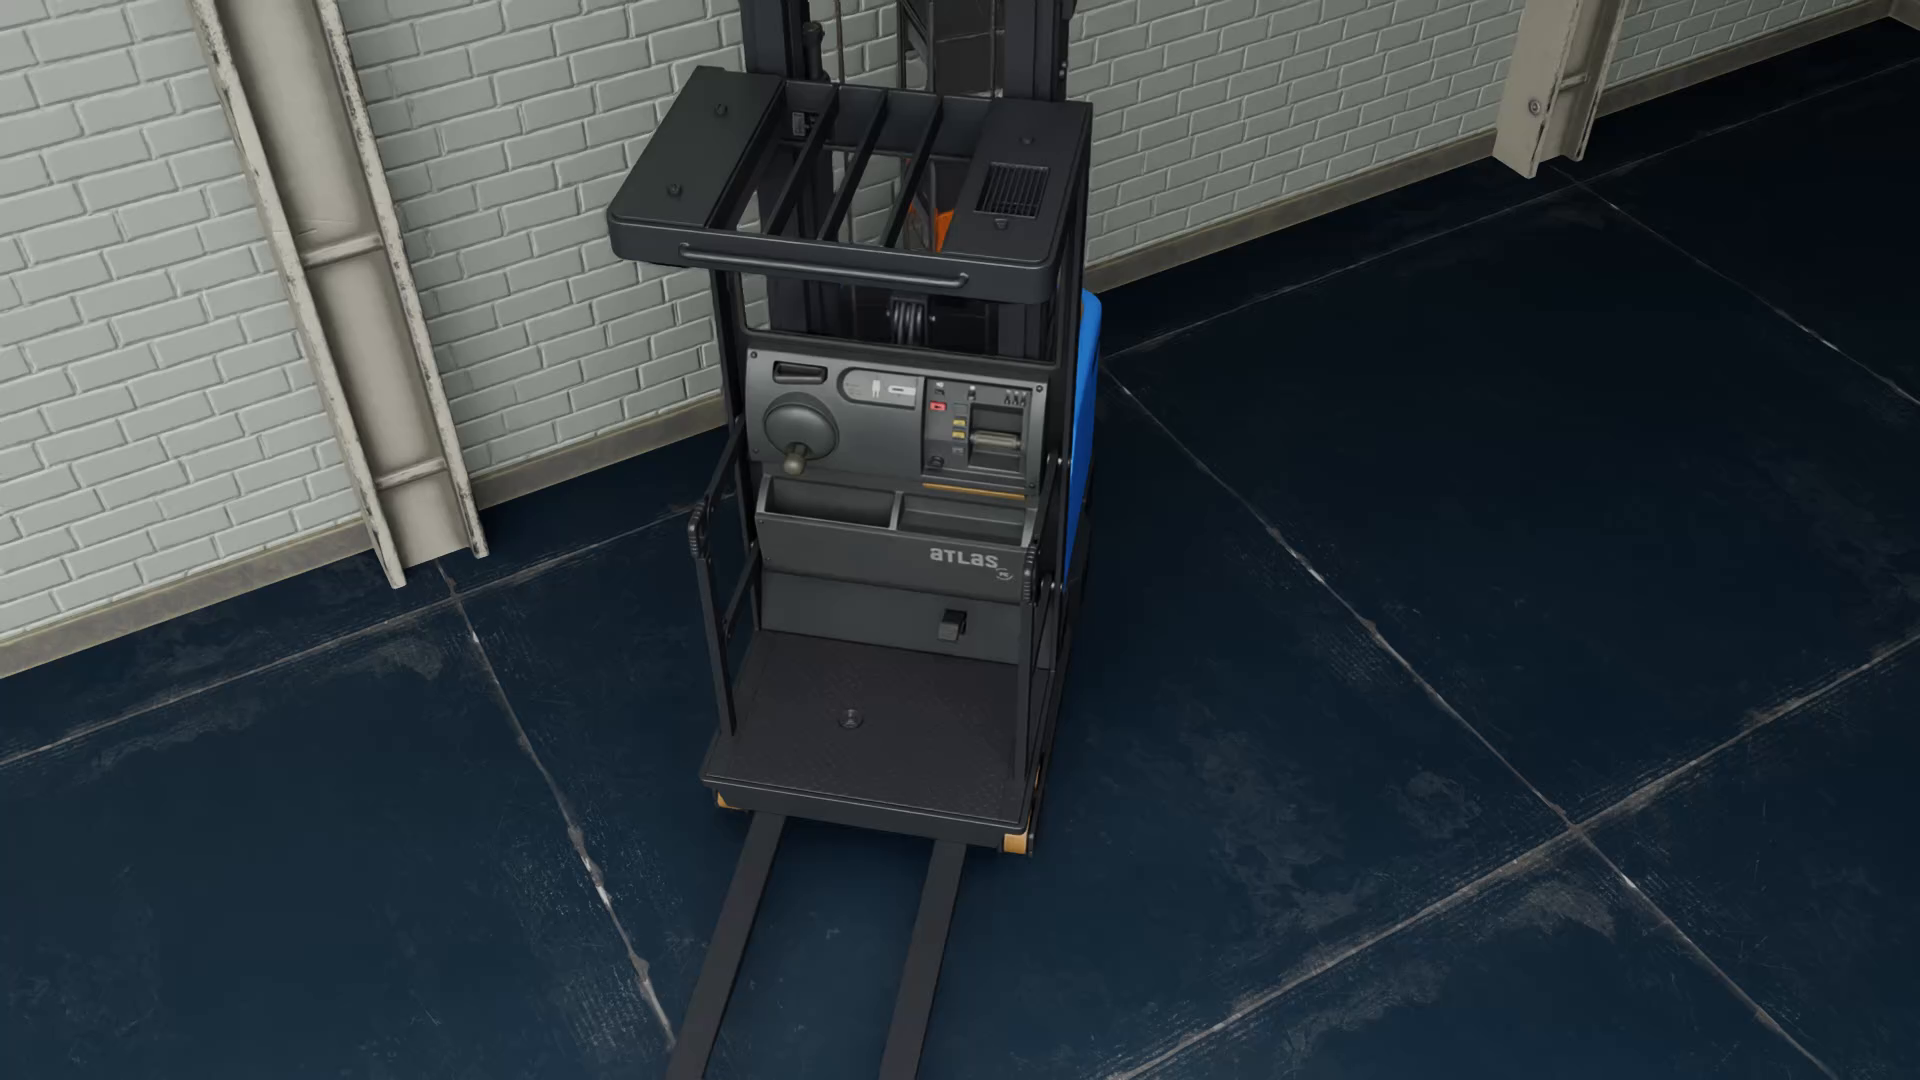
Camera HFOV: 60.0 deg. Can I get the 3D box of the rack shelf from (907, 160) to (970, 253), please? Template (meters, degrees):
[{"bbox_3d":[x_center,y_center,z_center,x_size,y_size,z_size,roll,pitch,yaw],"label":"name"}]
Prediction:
[{"bbox_3d":[0.071,-1.231,6.530,0.480,0.518,0.431,-13,46,-13],"label":"rack shelf"}]

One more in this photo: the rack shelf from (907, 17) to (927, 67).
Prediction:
[{"bbox_3d":[0.071,-1.805,5.973,0.442,0.100,0.332,-13,46,-13],"label":"rack shelf"}]

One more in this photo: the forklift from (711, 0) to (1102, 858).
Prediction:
[{"bbox_3d":[-0.238,-0.270,4.924,1.130,2.935,3.031,7,45,8],"label":"forklift"}]

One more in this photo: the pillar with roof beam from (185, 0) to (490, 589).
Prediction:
[{"bbox_3d":[0.007,-0.596,0.903,0.400,9.000,9.100,-22,48,-21],"label":"pillar with roof beam"}]

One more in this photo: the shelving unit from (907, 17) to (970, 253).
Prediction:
[{"bbox_3d":[0.077,-1.242,6.522,0.492,2.100,0.431,-13,46,-13],"label":"shelving unit"}]
